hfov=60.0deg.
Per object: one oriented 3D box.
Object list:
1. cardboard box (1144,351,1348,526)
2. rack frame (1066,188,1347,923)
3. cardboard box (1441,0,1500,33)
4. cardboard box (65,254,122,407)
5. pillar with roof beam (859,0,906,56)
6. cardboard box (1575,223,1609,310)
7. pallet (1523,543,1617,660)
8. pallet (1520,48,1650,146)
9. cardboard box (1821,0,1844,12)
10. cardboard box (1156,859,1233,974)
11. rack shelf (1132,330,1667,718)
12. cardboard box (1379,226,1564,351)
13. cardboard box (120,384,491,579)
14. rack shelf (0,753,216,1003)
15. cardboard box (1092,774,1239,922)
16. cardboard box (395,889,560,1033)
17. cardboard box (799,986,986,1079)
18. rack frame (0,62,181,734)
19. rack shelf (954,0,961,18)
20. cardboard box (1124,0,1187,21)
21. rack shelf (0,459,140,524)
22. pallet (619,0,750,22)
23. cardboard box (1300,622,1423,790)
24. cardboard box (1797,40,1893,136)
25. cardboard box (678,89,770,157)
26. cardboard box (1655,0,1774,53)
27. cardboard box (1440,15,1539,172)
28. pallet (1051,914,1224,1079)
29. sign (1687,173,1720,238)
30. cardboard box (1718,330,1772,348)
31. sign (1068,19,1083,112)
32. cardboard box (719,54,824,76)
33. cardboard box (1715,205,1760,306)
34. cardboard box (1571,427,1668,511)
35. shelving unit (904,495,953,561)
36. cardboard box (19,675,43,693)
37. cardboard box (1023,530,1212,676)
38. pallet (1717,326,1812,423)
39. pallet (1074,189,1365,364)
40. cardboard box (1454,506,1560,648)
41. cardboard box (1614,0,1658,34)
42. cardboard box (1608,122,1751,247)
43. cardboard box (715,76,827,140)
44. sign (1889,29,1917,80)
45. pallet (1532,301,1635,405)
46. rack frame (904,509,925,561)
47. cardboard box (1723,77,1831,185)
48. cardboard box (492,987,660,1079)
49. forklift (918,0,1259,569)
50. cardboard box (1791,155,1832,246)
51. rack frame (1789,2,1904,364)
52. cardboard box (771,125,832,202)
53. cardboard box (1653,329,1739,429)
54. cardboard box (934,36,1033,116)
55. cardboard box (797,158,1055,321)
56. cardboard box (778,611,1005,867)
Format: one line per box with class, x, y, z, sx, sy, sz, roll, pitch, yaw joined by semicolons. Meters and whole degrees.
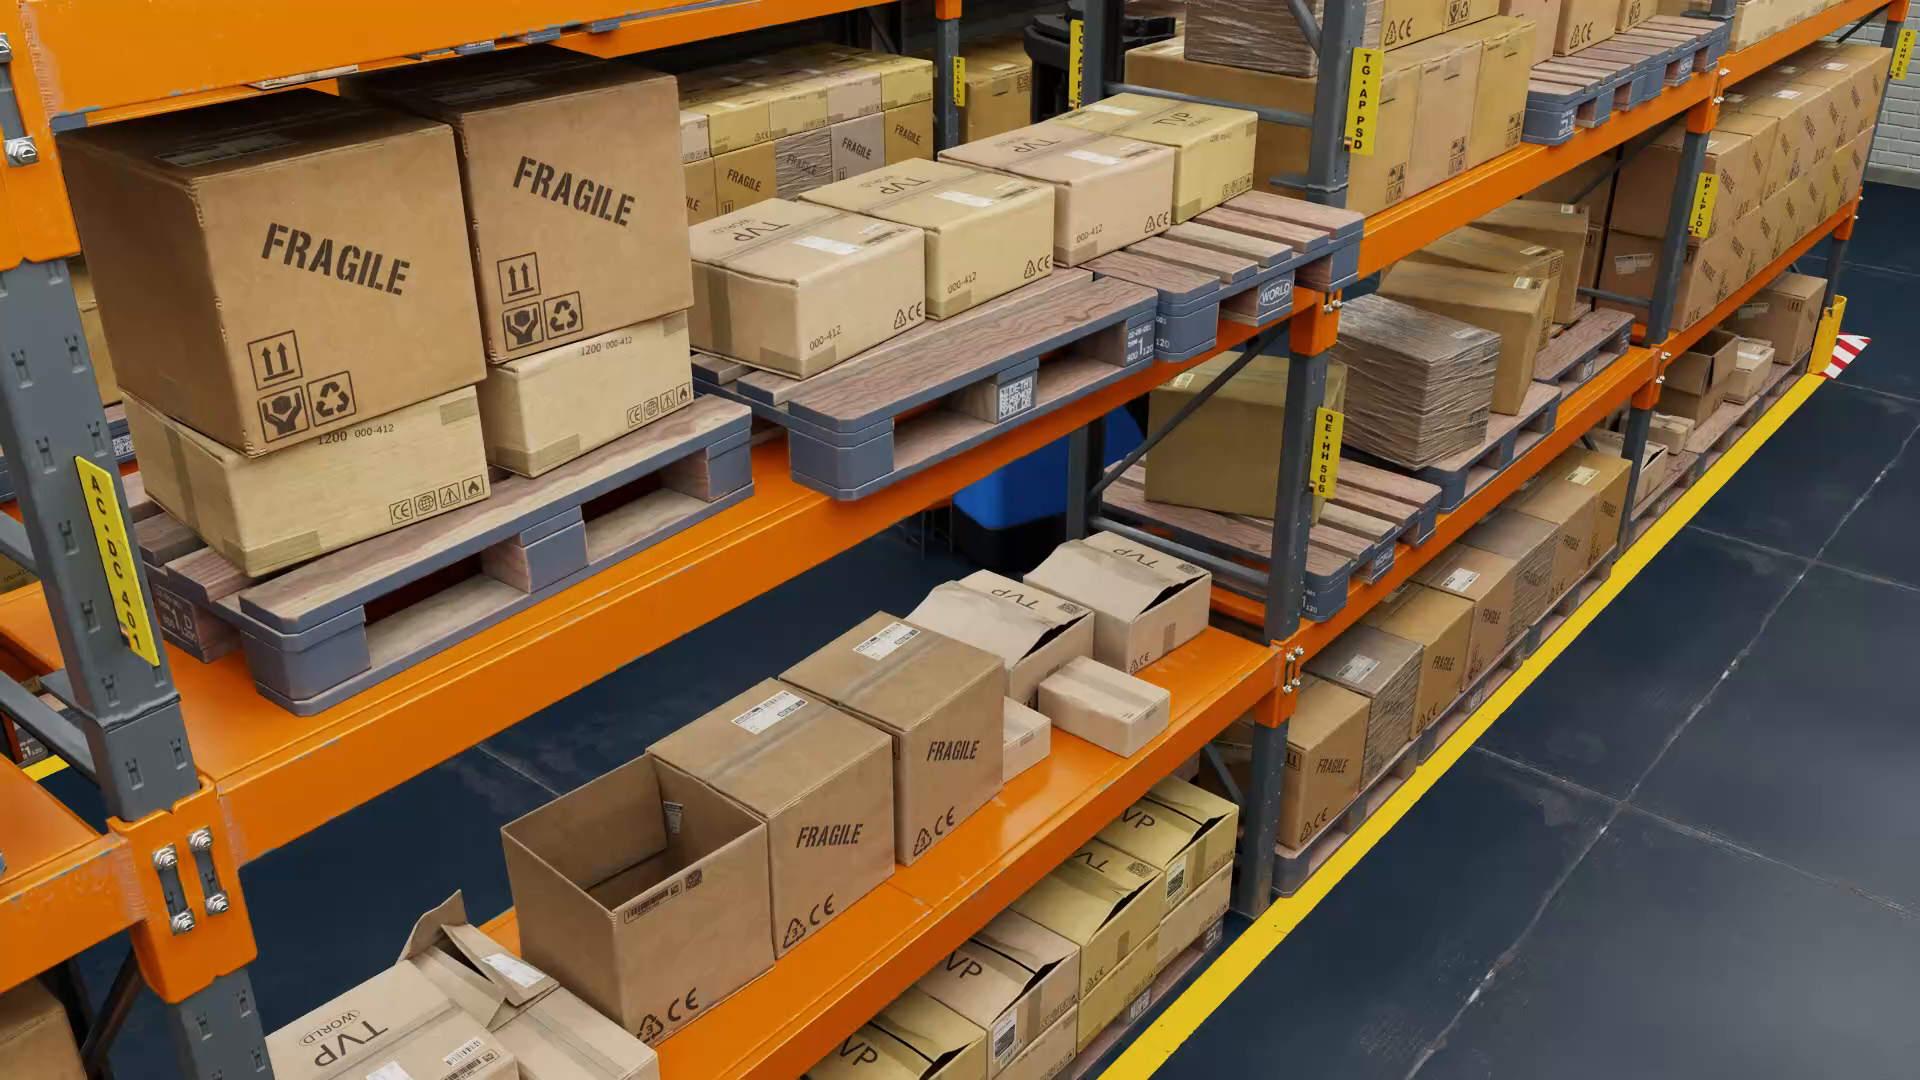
cardboard box;1.161;-0.435;6.760;0.700;0.500;0.500;10;29;18
rack frame;0.847;0.052;6.384;1.000;3.000;0.127;21;34;34
cardboard box;1.778;-2.283;6.437;0.500;0.500;0.500;21;34;34
cardboard box;-4.044;-1.016;7.862;0.700;0.500;0.500;21;34;34
pillar with roof beam;2.666;-4.720;9.079;9.100;9.000;0.400;21;34;34
cardboard box;3.512;-1.662;9.590;0.500;0.500;0.500;21;34;35
pallet;2.903;0.172;9.187;1.003;0.211;1.213;21;34;34
pallet;2.265;-2.035;7.360;1.213;0.211;1.003;21;34;34
cardboard box;4.848;-3.263;9.691;0.500;0.250;0.500;21;34;34
cardboard box;0.701;1.345;6.421;0.500;0.250;0.500;22;34;36
rack shelf;2.119;-0.337;7.920;1.077;0.370;4.000;21;34;34
cardboard box;2.529;-1.232;8.301;0.500;0.500;0.700;-22;35;-36
cardboard box;-1.298;-0.197;3.308;0.500;0.250;0.500;-24;36;-38
rack shelf;-2.969;1.167;1.748;1.077;0.370;4.000;21;34;34
cardboard box;0.704;1.096;6.292;0.500;0.311;0.500;22;34;36
cardboard box;-1.279;1.165;4.380;0.396;0.266;0.258;20;33;33
cardboard box;-0.265;1.637;5.246;0.500;0.311;0.500;22;34;36
rack frame;-1.697;-1.194;2.264;1.000;3.000;0.127;21;34;34
rack shelf;0.839;-4.534;12.768;1.077;0.370;4.000;21;34;34
cardboard box;1.794;-4.180;14.239;0.980;0.700;0.700;23;35;37
rack shelf;-4.250;-0.365;7.975;1.077;0.370;4.000;21;34;34
pallet;-1.900;-3.284;9.774;1.003;0.211;1.213;23;35;37
cardboard box;1.686;0.702;7.370;0.500;0.500;0.500;19;33;33
cardboard box;5.865;-3.034;11.154;0.500;0.500;0.500;20;34;34
cardboard box;-1.514;-2.550;10.145;0.500;0.250;0.500;20;33;33
cardboard box;3.892;-2.732;8.664;0.500;0.250;0.500;21;34;34
cardboard box;1.754;-1.854;6.696;0.910;0.500;0.500;21;34;34
pallet;0.294;1.571;6.483;1.003;0.211;1.213;21;34;34
sign;3.822;-1.719;8.548;0.100;0.325;0.005;21;34;34
cardboard box;5.453;-1.339;11.678;0.380;0.166;0.250;21;34;34
sign;0.430;-1.669;5.884;0.100;0.325;0.005;21;34;34
cardboard box;-1.254;-3.056;11.123;0.500;0.250;0.500;21;34;35
cardboard box;4.249;-1.694;9.651;0.500;0.500;0.500;21;34;35
cardboard box;3.825;-0.453;9.808;0.500;0.311;0.500;21;34;34
shelving unit;-0.184;-0.479;9.371;0.189;1.200;0.258;-15;31;-26
cardboard box;-4.777;0.475;7.808;0.700;0.500;0.500;20;33;33
cardboard box;0.582;0.208;6.180;0.500;0.311;0.500;23;35;37
pallet;5.381;-1.235;11.909;1.003;0.211;1.213;21;34;34
pallet;0.485;-0.929;5.223;1.213;0.211;1.003;23;35;37
cardboard box;2.659;0.158;8.421;0.500;0.500;0.500;21;34;35
cardboard box;3.014;-2.816;7.990;0.600;0.600;0.600;17;32;30
cardboard box;3.908;-1.939;9.037;0.500;0.500;0.500;22;34;36
cardboard box;-1.190;-2.731;10.494;0.500;0.250;0.500;22;34;35
sign;6.351;-3.269;11.201;0.100;0.325;0.005;21;34;34
pallet;2.799;-1.029;8.684;1.003;0.211;1.213;21;34;34
rack frame;-0.264;-0.459;9.331;0.006;1.200;0.240;-15;31;-26
cardboard box;4.891;-2.488;10.097;0.500;0.500;0.500;22;35;36
cardboard box;-0.976;1.328;4.192;0.380;0.149;0.250;21;34;34
forklift;1.214;-1.620;9.691;3.031;2.935;1.130;-15;31;-26
cardboard box;5.212;-2.230;10.687;0.500;0.500;0.500;21;34;35
rack frame;5.936;-2.784;11.867;1.000;3.000;0.127;21;34;34
cardboard box;-1.175;-2.401;10.672;0.500;0.500;0.500;21;34;34
cardboard box;4.583;-1.120;10.889;0.797;0.503;0.637;21;34;34
cardboard box;0.393;-3.390;12.712;0.980;0.700;0.700;20;33;33
cardboard box;-0.090;-0.832;4.535;0.500;0.250;0.500;20;33;33
cardboard box;-0.207;0.608;5.202;0.500;0.500;0.500;19;33;32
